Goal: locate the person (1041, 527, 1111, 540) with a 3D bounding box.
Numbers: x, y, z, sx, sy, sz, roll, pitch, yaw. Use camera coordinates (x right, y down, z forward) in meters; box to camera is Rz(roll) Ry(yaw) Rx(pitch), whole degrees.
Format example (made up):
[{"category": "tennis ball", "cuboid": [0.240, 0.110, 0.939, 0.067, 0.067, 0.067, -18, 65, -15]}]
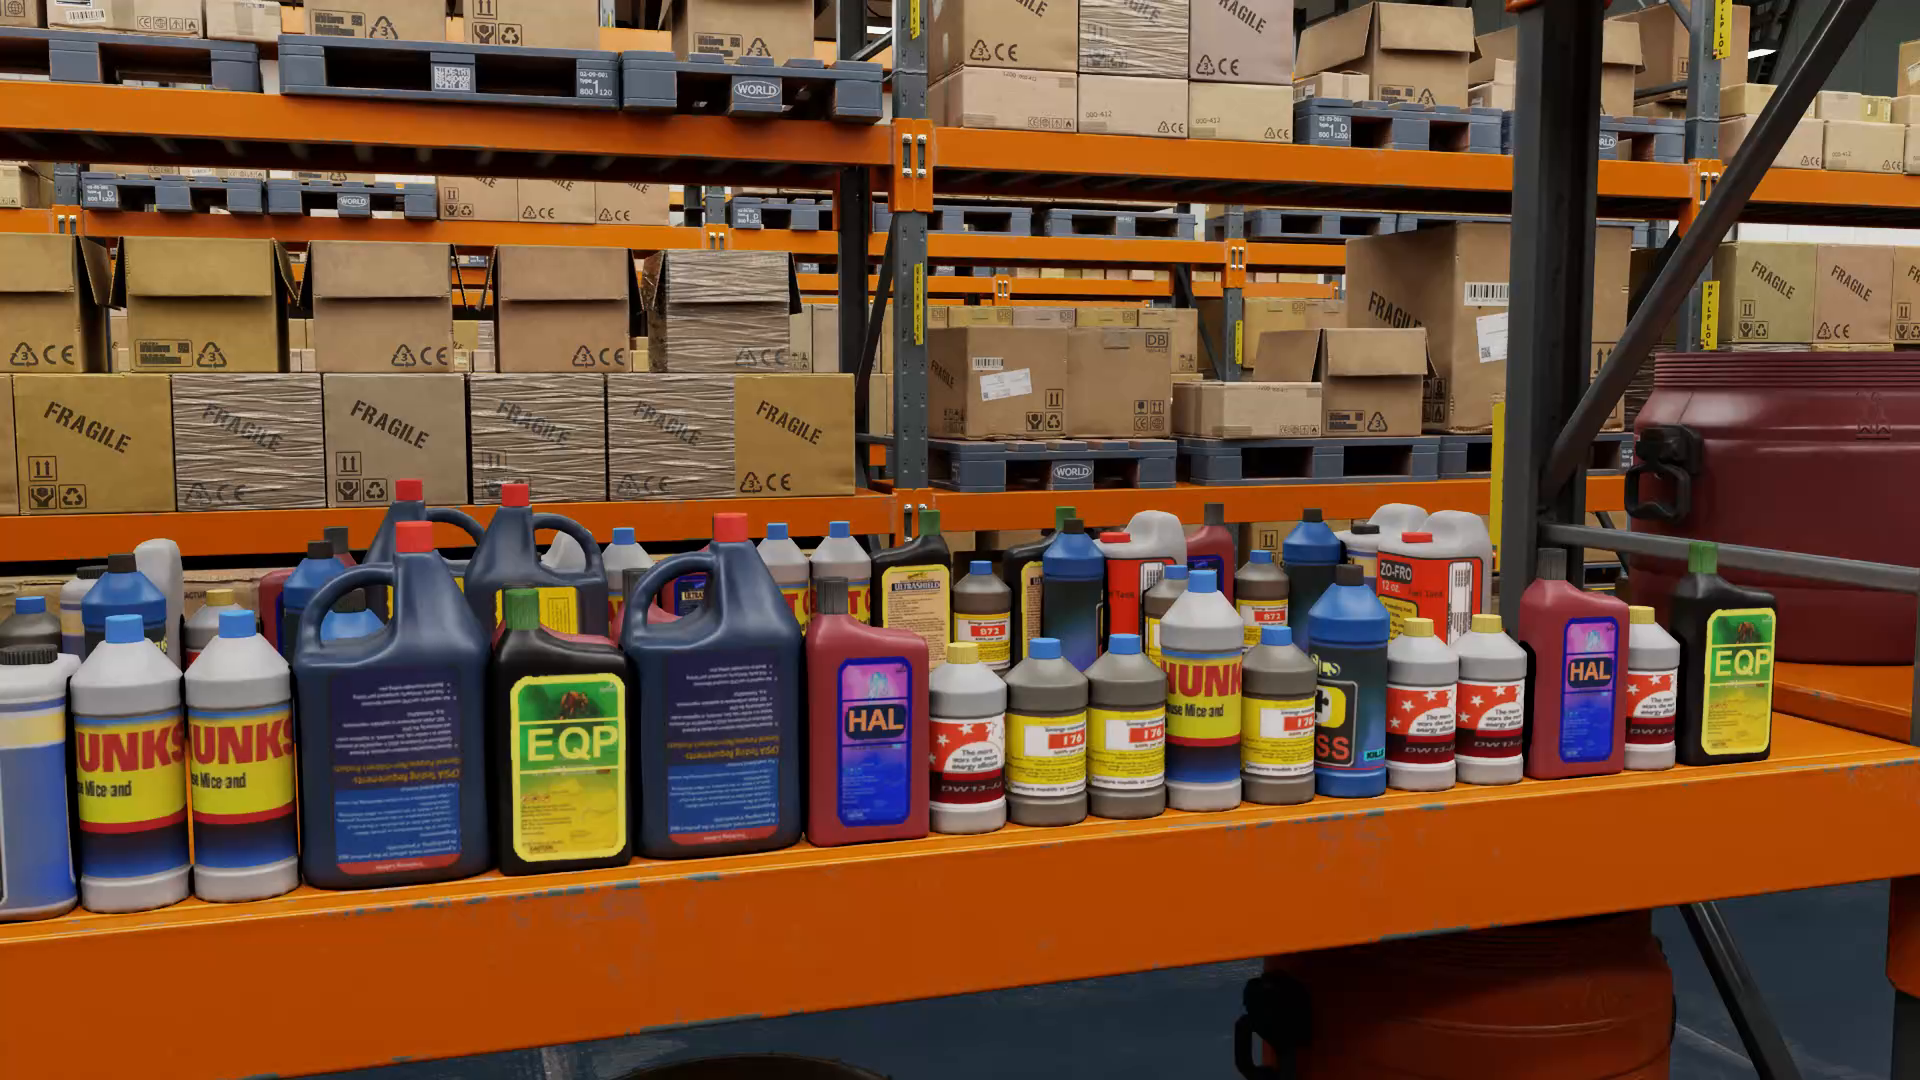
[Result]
[{"category": "person", "cuboid": [0.683, -0.020, 9.650, 0.422, 1.720, 0.589, -2, 6, -22]}]
